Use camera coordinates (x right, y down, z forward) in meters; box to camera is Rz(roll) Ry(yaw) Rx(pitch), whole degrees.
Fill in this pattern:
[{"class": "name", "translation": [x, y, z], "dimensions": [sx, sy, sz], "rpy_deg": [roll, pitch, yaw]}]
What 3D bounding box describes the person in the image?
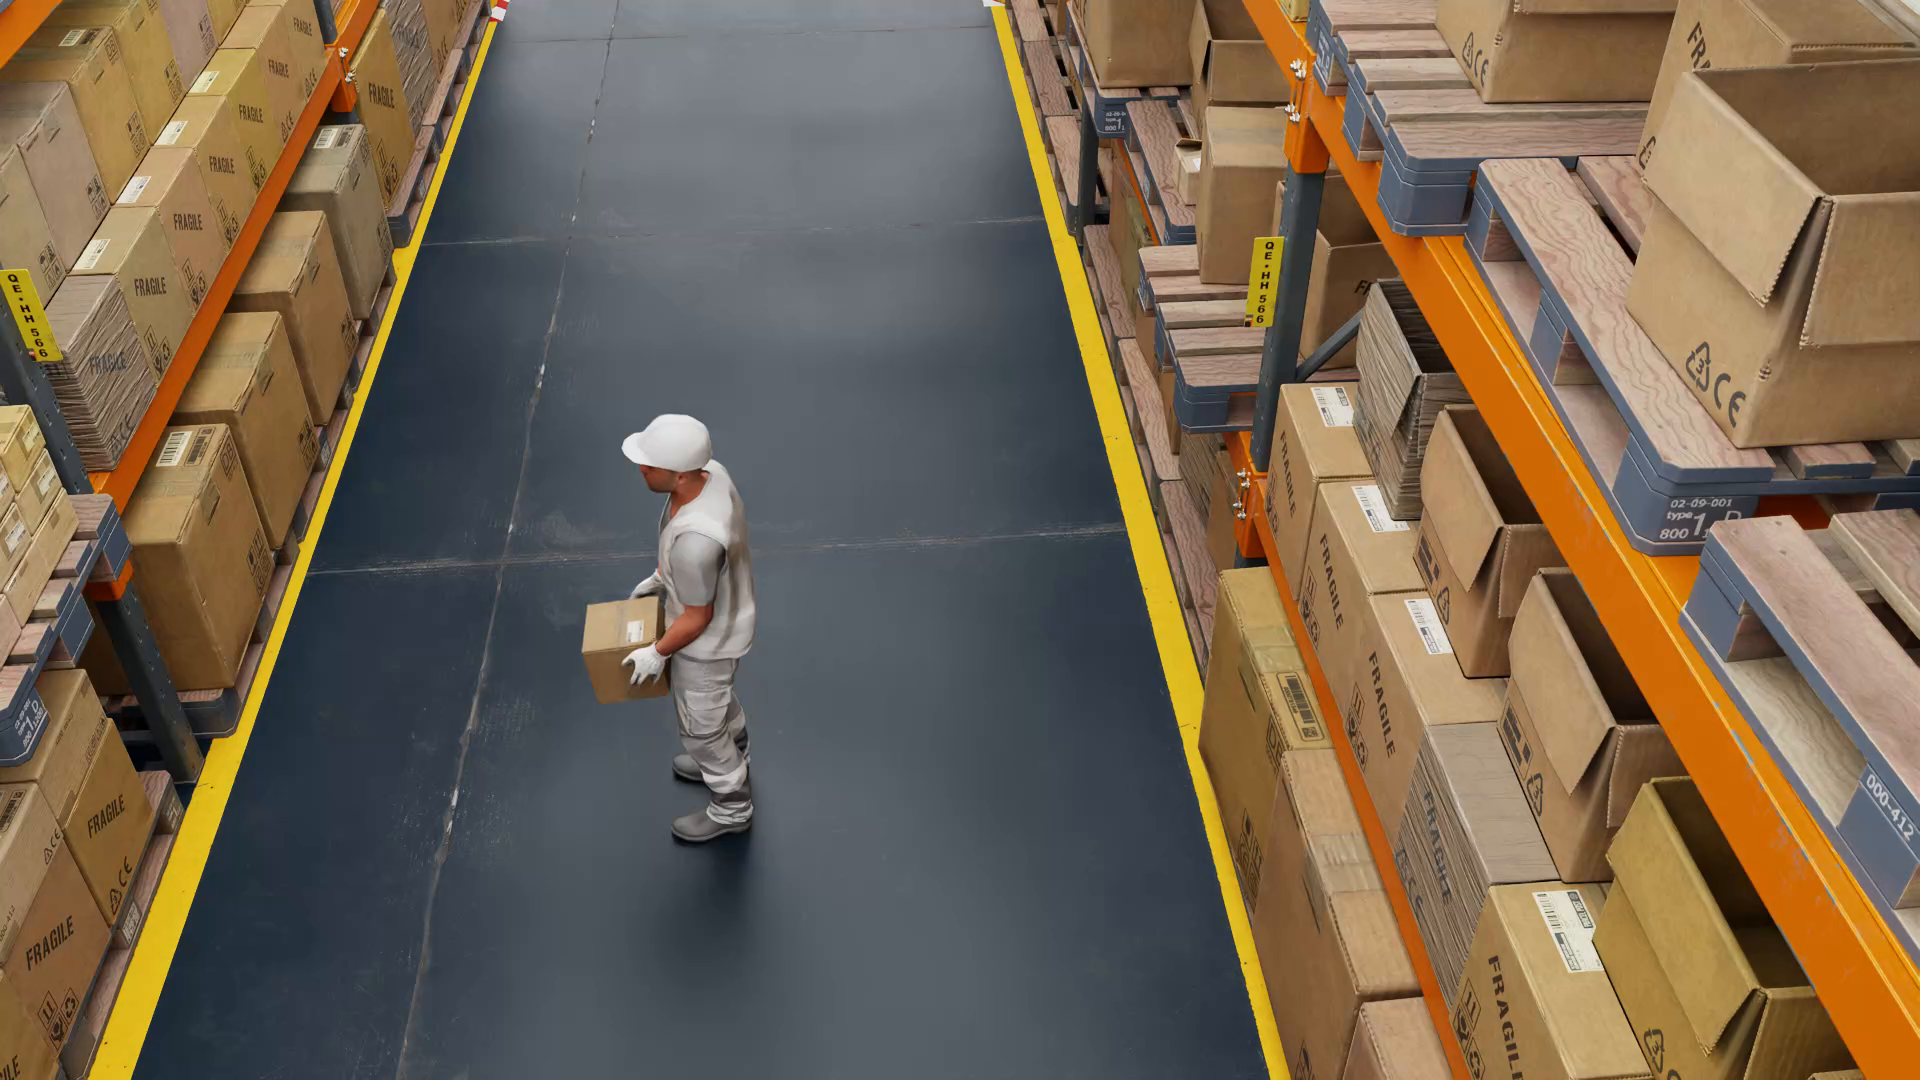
[{"class": "person", "translation": [-0.927, 0.313, 5.743], "dimensions": [0.462, 1.792, 0.535], "rpy_deg": [-4, 39, -5]}]
